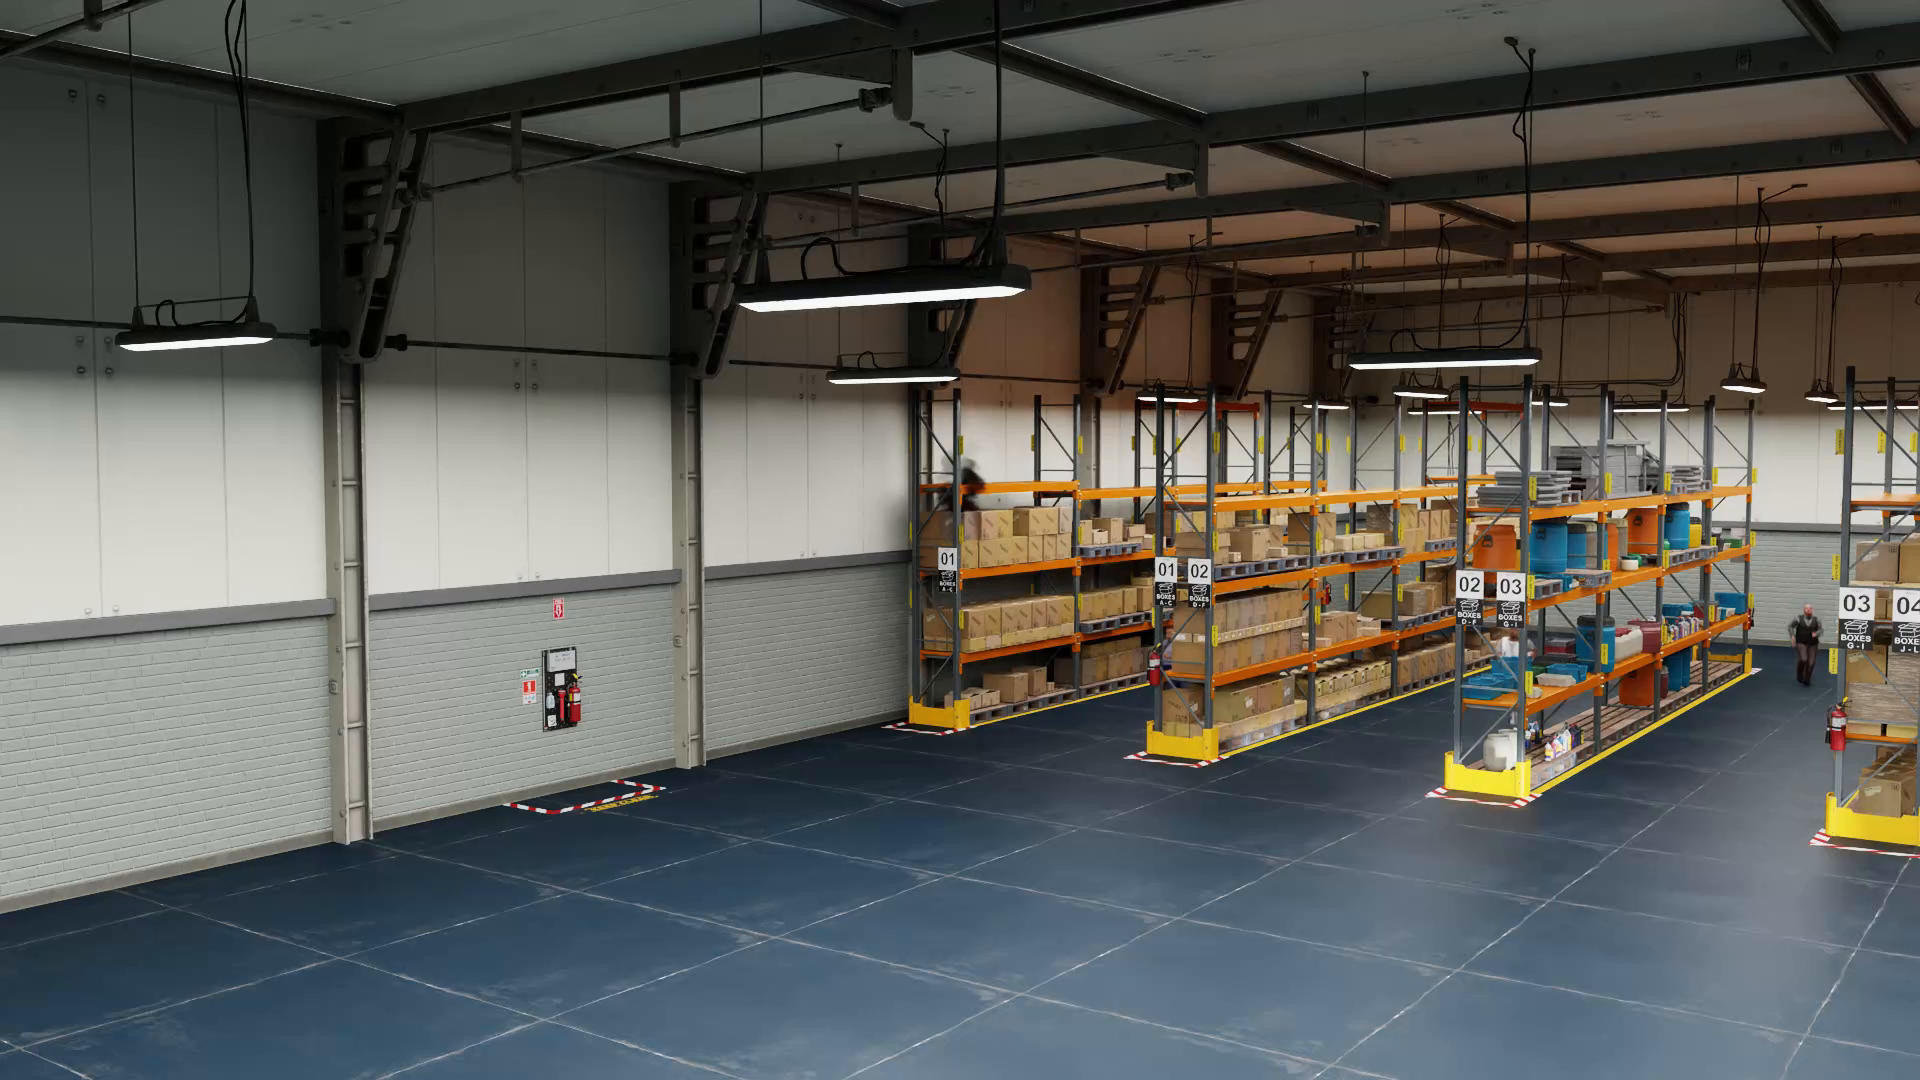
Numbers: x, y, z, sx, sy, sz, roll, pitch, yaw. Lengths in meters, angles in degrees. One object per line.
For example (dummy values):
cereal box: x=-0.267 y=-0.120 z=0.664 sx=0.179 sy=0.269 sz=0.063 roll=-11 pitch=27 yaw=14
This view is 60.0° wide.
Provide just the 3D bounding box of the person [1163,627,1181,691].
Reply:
person: x=3.850 y=2.434 z=30.489 sx=0.589 sy=1.688 sz=0.847 roll=2 pitch=4 yaw=30

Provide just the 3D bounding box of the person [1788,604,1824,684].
person: x=17.600 y=2.215 z=34.566 sx=0.640 sy=1.610 sz=0.635 roll=1 pitch=3 yaw=16

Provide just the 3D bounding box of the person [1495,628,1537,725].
person: x=10.006 y=2.398 z=30.041 sx=0.661 sy=1.846 sz=0.785 roll=3 pitch=4 yaw=38
